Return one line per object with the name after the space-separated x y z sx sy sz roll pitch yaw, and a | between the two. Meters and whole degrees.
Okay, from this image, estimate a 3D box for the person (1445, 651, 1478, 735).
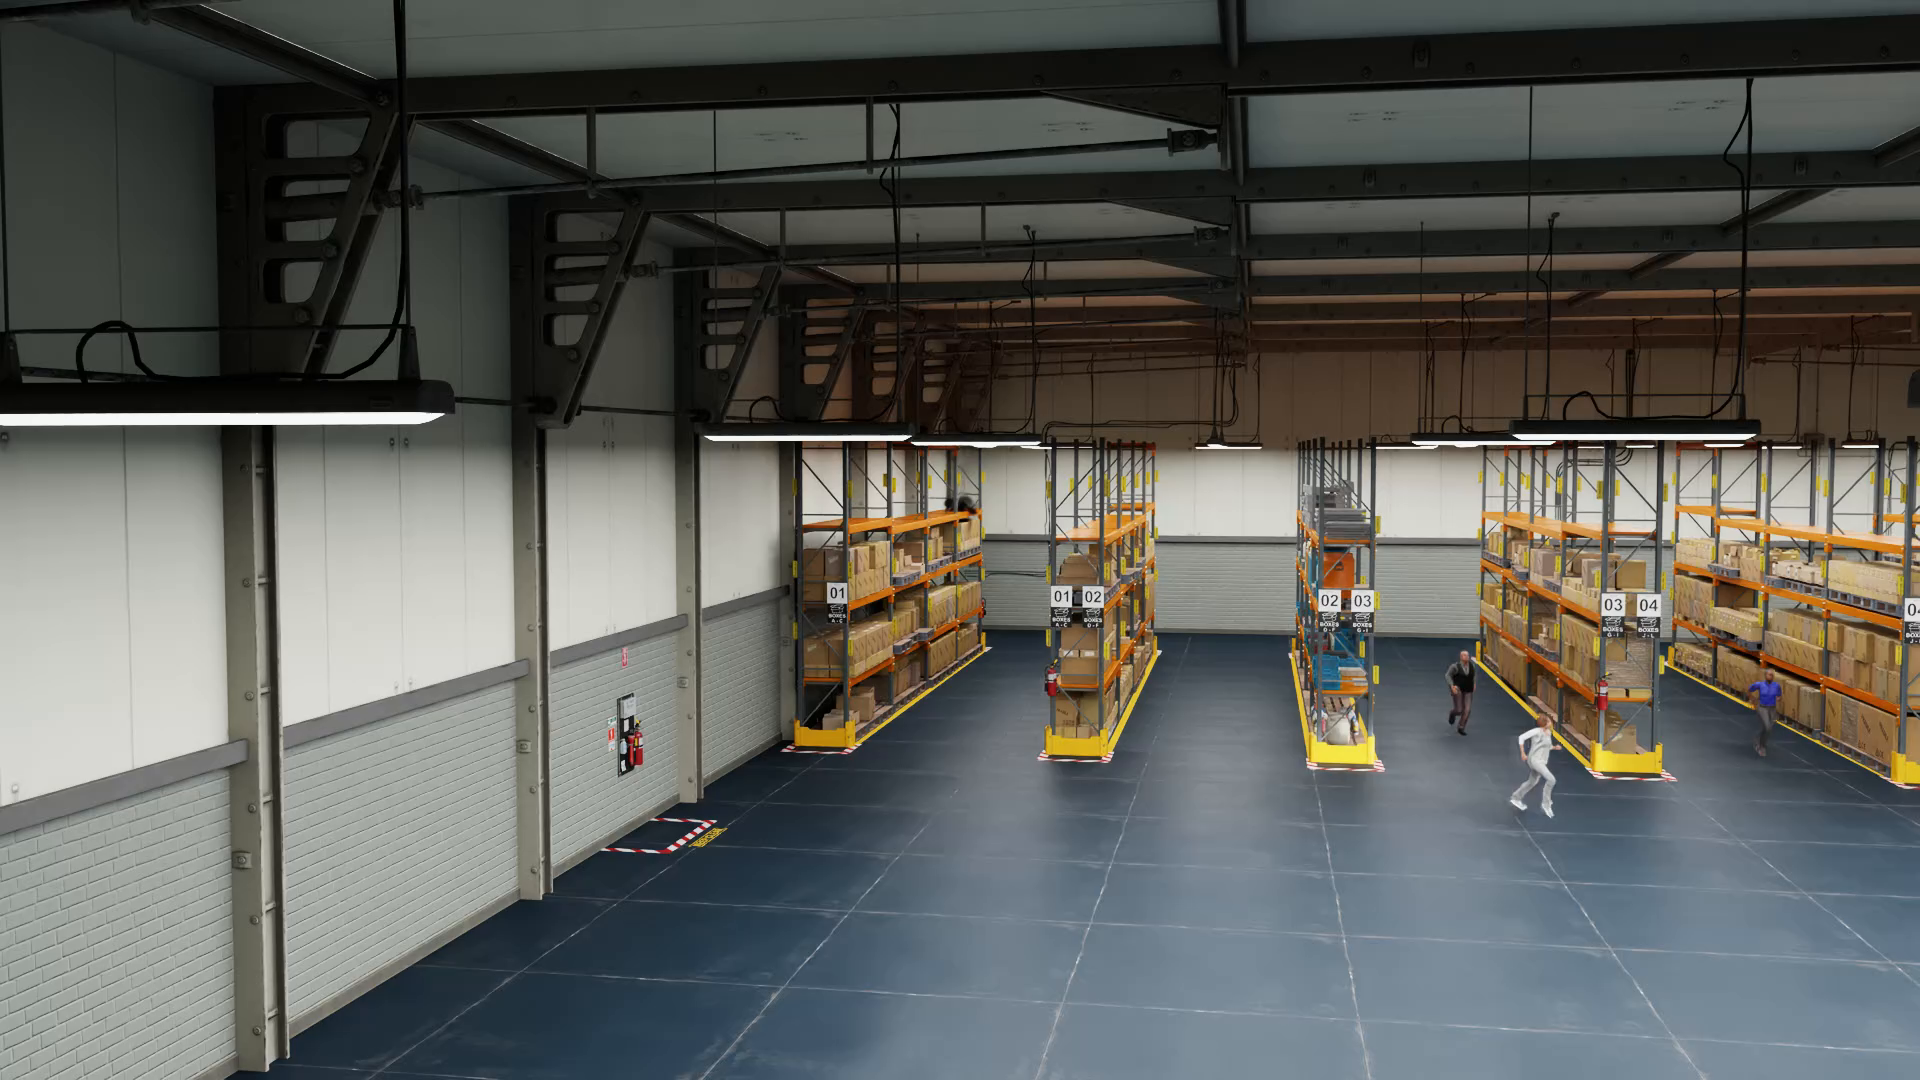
10.240 3.096 33.927 0.681 1.694 0.678 0 3 -8 | person

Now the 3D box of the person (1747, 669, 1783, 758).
15.175 3.255 31.306 0.559 1.671 0.755 0 3 -2 | person

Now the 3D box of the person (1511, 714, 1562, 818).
9.073 3.553 26.199 0.789 1.589 0.555 3 4 42 | person
